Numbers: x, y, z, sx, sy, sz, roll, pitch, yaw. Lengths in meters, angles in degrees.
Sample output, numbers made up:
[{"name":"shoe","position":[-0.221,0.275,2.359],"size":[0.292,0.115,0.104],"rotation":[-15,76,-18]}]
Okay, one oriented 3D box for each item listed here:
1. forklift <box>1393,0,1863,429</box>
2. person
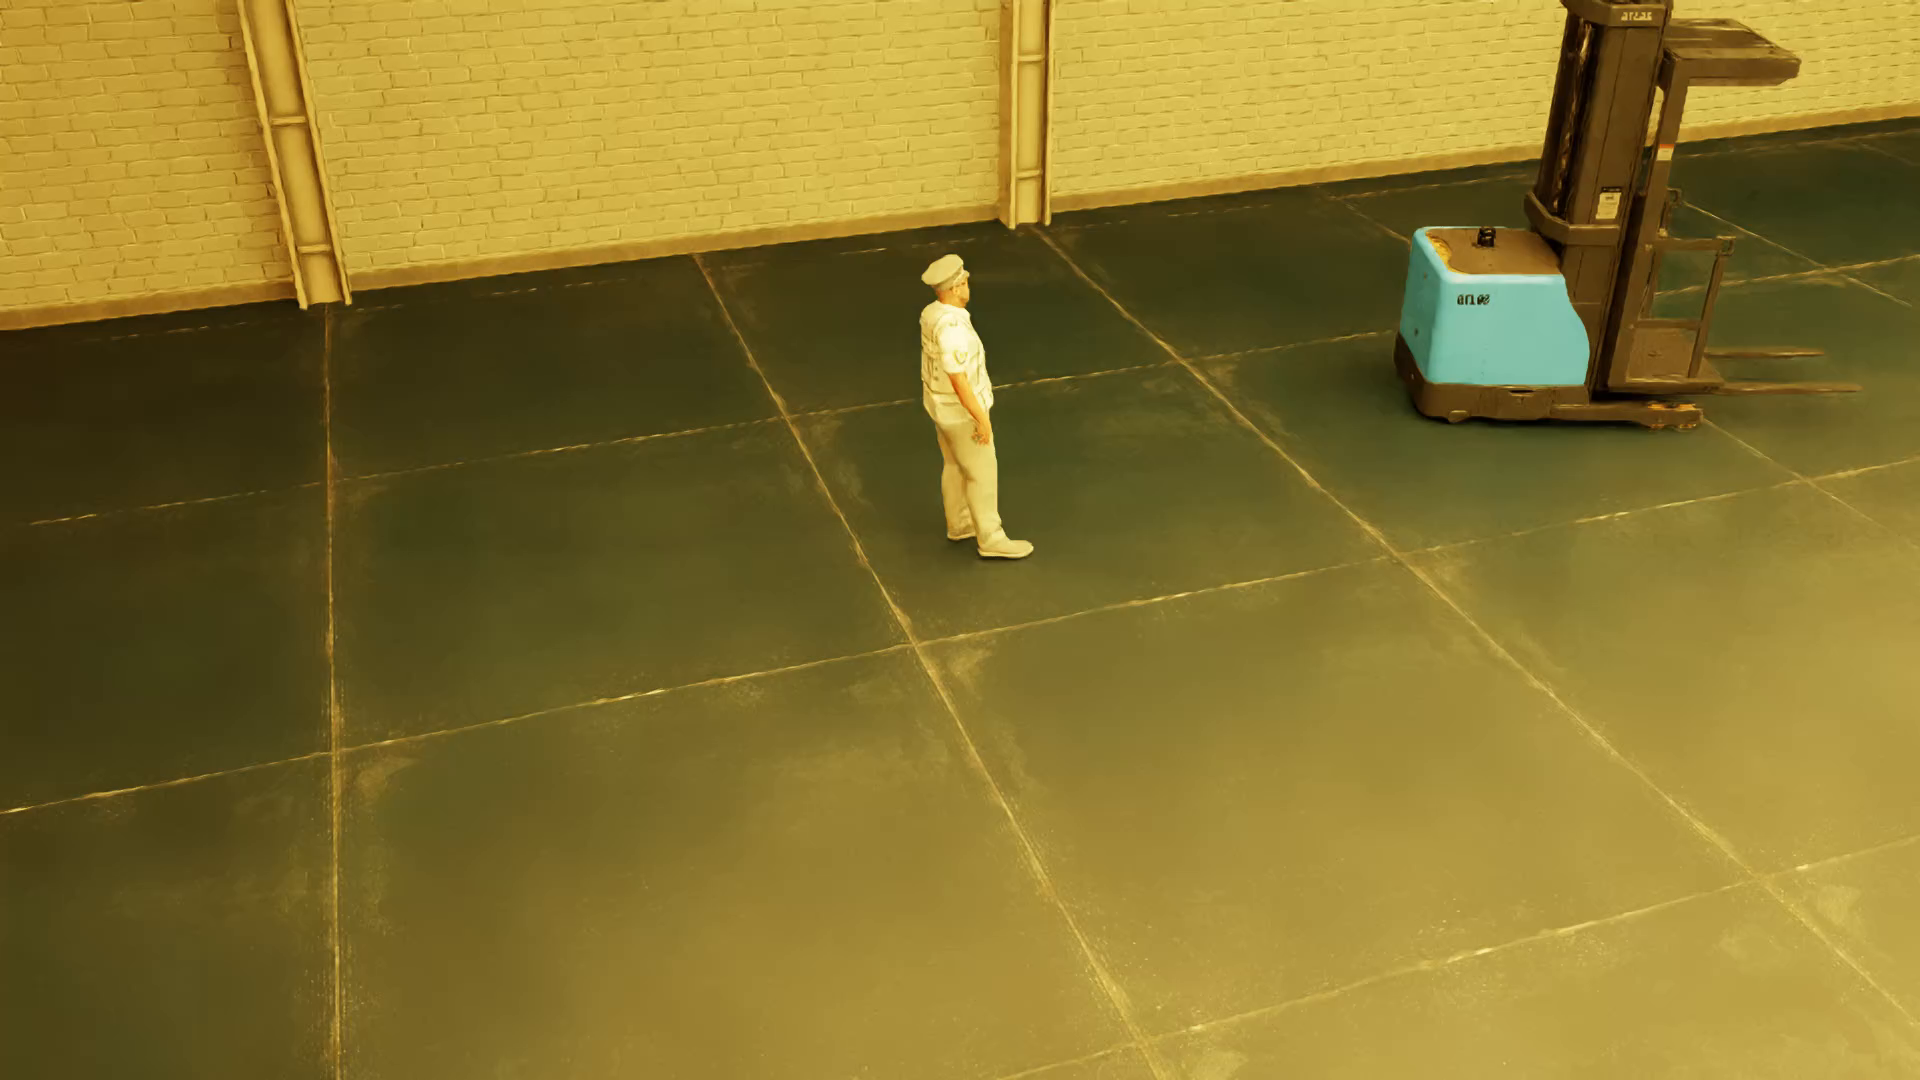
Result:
[{"name":"forklift","position":[4.675,-2.296,11.077],"size":[3.031,2.935,1.130],"rotation":[1,30,1]},{"name":"person","position":[0.078,-0.786,9.589],"size":[0.574,1.781,0.640],"rotation":[-10,31,-16]}]
